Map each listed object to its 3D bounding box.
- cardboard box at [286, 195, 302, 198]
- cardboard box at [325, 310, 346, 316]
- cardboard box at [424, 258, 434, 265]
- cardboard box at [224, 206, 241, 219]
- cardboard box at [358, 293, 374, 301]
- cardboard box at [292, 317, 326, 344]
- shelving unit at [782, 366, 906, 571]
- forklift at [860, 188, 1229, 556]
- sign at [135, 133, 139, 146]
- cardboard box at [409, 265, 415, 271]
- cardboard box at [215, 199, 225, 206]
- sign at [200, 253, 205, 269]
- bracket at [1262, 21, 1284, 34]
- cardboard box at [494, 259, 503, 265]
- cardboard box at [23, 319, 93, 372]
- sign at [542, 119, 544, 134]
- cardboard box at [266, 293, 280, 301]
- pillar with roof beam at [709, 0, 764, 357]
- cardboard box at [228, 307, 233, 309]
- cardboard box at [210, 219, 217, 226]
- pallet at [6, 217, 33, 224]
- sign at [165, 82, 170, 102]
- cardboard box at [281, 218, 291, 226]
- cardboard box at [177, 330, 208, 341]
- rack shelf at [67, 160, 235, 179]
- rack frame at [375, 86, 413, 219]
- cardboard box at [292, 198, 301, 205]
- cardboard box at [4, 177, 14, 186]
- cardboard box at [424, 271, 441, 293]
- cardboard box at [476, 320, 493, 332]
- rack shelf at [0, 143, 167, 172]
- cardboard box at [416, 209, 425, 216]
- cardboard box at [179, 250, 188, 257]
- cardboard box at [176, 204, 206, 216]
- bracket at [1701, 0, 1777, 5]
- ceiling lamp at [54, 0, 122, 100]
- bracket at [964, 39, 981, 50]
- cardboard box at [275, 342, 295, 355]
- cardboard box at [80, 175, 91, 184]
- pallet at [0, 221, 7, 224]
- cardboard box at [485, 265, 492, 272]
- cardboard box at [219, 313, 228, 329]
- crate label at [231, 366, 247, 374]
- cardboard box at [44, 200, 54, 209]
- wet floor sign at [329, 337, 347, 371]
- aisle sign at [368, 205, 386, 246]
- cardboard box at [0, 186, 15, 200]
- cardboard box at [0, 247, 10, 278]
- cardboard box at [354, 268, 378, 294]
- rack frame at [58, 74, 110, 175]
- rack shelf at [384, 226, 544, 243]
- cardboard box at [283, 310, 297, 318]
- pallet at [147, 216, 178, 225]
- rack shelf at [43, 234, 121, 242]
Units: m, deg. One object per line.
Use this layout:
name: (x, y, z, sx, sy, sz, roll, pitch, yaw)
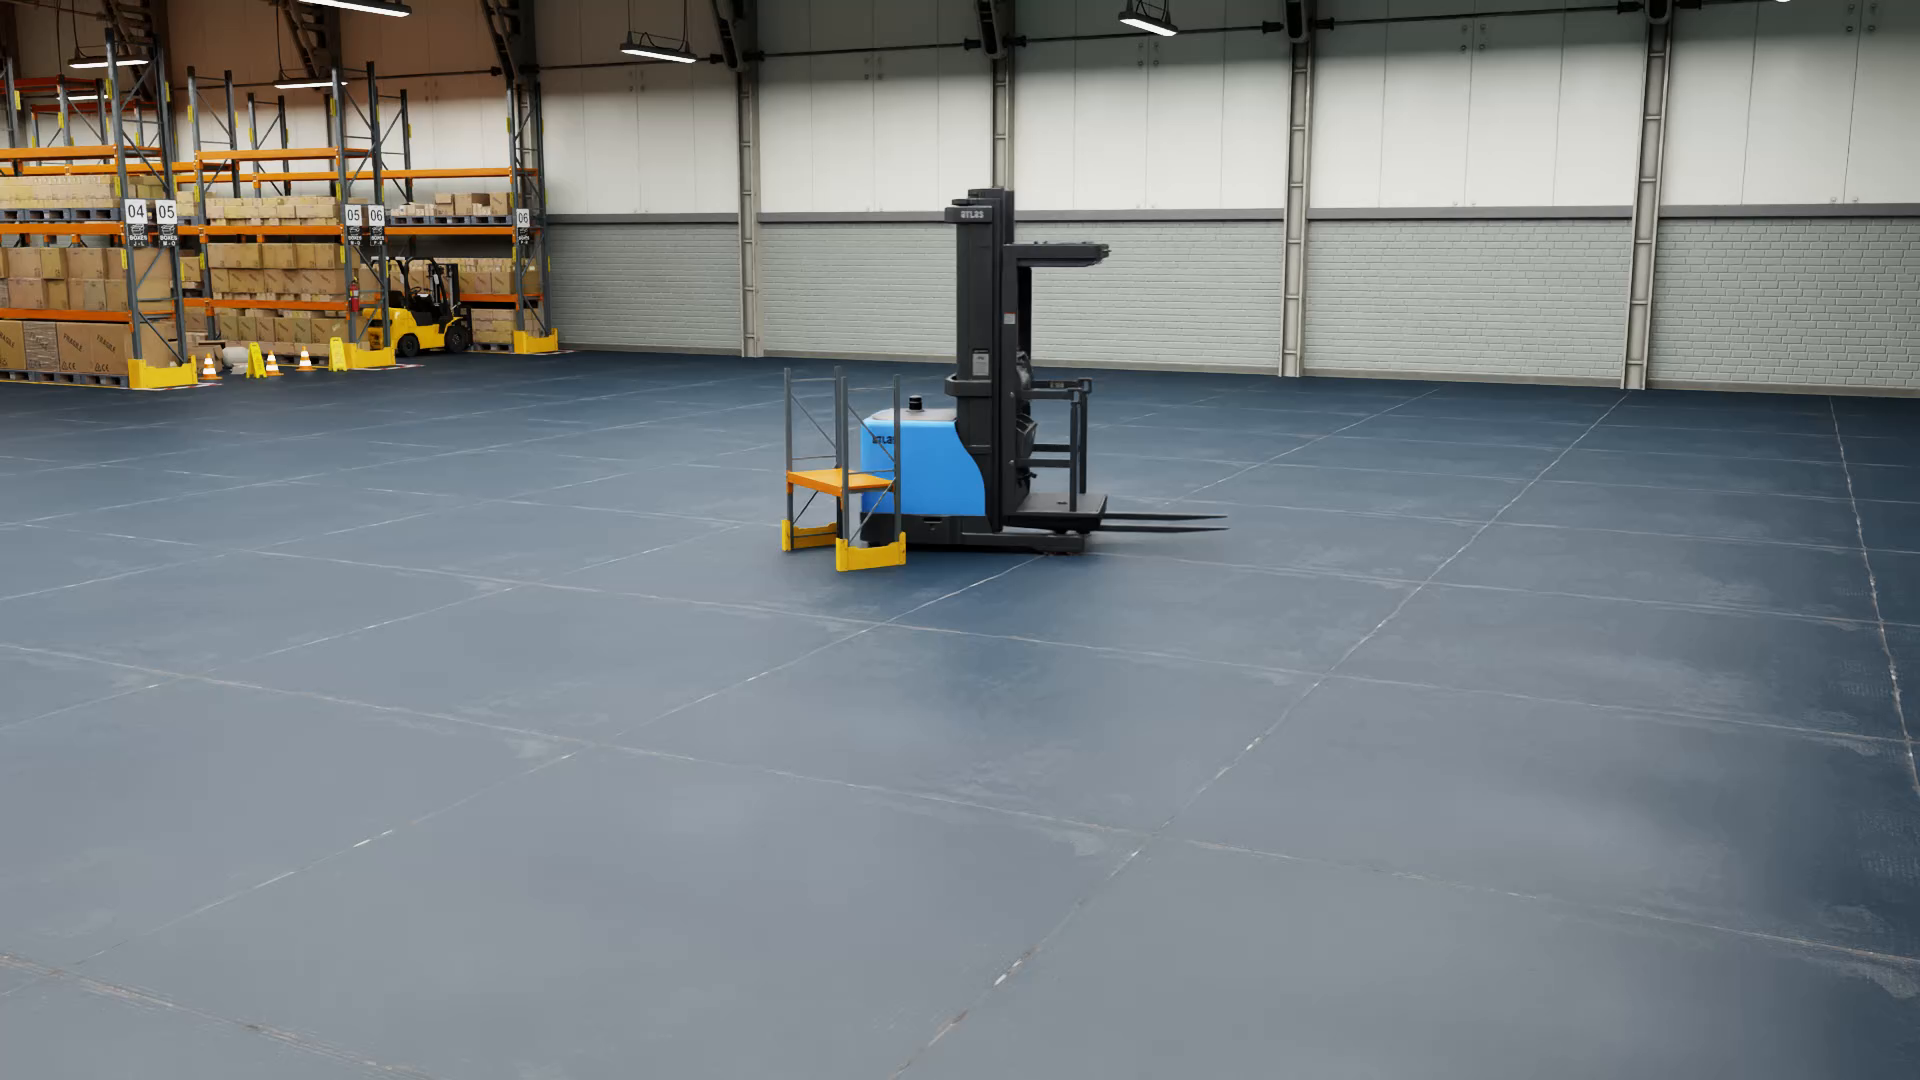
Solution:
cardboard box: (-15.832, -8.069, 40.227, 0.500, 0.500, 0.700, 5, 11, 25)
cardboard box: (-15.124, -5.291, 40.531, 0.625, 0.625, 0.875, 5, 11, 23)
cardboard box: (-12.192, -6.457, 38.546, 0.250, 0.149, 0.380, 5, 11, 25)
cardboard box: (-14.737, -6.730, 34.158, 0.500, 0.250, 0.500, 5, 11, 25)
cardboard box: (-12.102, -4.920, 33.699, 0.250, 0.149, 0.380, 5, 11, 26)
cardboard box: (-13.193, -4.269, 33.830, 0.500, 0.500, 0.500, 6, 12, 28)
shelving unit: (-0.952, -0.603, 13.351, 0.587, 1.500, 1.083, -6, 12, -30)
forklift: (0.730, -1.413, 13.806, 3.031, 2.935, 1.130, 2, 10, 9)
sign: (-20.715, -10.088, 41.857, 0.005, 0.325, 0.100, 5, 11, 26)
cardboard box: (-12.635, -6.357, 38.832, 0.250, 0.149, 0.380, 5, 11, 26)
cardboard box: (-15.092, -6.951, 34.259, 0.250, 0.149, 0.380, 5, 12, 28)
sign: (-15.719, -5.780, 34.493, 0.005, 0.325, 0.100, 5, 11, 26)
bracket: (5.691, -9.257, 30.002, 0.430, 0.232, 0.235, 5, 11, 26)
cardboard box: (-10.346, -6.301, 37.685, 0.250, 0.149, 0.380, 5, 11, 26)
cardboard box: (-16.233, -3.531, 30.102, 0.875, 0.875, 0.875, 5, 11, 26)
sign: (-9.445, -9.355, 37.583, 0.005, 0.325, 0.100, 5, 11, 26)
cardboard box: (-13.955, -4.982, 34.039, 0.250, 0.149, 0.380, 5, 11, 26)
pillar with roof beam: (-6.446, -7.768, 31.881, 0.548, 9.000, 9.100, 5, 11, 26)
cardboard box: (-18.118, -5.774, 41.730, 0.250, 0.149, 0.380, 5, 12, 27)
cardboard box: (-15.304, -6.587, 34.487, 0.250, 0.149, 0.380, 5, 11, 25)
pallet: (-20.669, -7.127, 37.297, 1.213, 0.211, 1.003, 6, 12, 28)
sign: (-13.738, -7.763, 28.789, 0.005, 0.325, 0.100, 5, 11, 26)
cardboard box: (-13.469, -6.425, 33.592, 0.250, 0.149, 0.380, 5, 11, 24)
cardboard box: (-16.594, -4.310, 35.820, 0.625, 0.372, 0.950, 6, 12, 29)
rack shelf: (-17.270, -7.858, 35.524, 4.000, 0.370, 1.077, 5, 11, 26)
rack frame: (-13.284, -9.044, 38.935, 0.127, 3.000, 1.000, 5, 11, 26)
cardboard box: (-13.196, -6.801, 33.427, 0.250, 0.149, 0.380, 5, 11, 26)
cardboard box: (-16.716, -6.358, 29.524, 0.250, 0.149, 0.380, 5, 11, 25)
cardboard box: (-12.072, -5.987, 38.605, 0.500, 0.500, 0.500, 5, 11, 25)
cardboard box: (-10.716, -4.906, 38.055, 0.500, 0.250, 0.500, 5, 11, 25)
rack shelf: (-15.783, -6.744, 29.370, 4.000, 0.370, 1.077, 5, 11, 26)
cardboard box: (-12.326, -7.556, 38.380, 0.250, 0.149, 0.380, 5, 12, 28)
cardboard box: (-16.614, -6.073, 35.247, 0.250, 0.149, 0.380, 5, 11, 24)
cardboard box: (-16.064, -6.931, 34.923, 0.500, 0.250, 0.500, 5, 11, 25)
bracket: (14.142, -8.514, 25.899, 4.783, 0.066, 0.076, 5, 11, 26)
ceiling lamp: (-20.679, -12.130, 39.594, 2.000, 3.185, 0.800, 5, 11, 26)
bracket: (0.310, -9.730, 32.614, 0.430, 0.232, 0.235, 5, 11, 26)
cardboard box: (-13.666, -3.941, 34.123, 0.500, 0.250, 0.500, 5, 11, 24)
cardboard box: (-14.894, -6.199, 28.641, 0.250, 0.149, 0.380, 5, 12, 27)
pallet: (-18.420, -5.947, 30.781, 1.217, 0.209, 0.805, 5, 11, 24)
cardboard box: (-10.579, -6.174, 37.817, 0.250, 0.149, 0.380, 5, 12, 27)
cardboard box: (-18.260, -5.465, 41.843, 0.500, 0.500, 0.500, 6, 12, 28)
crate label: (-13.765, -3.251, 31.810, 0.298, 0.136, 0.250, -1, 10, -4)
cardboard box: (-15.805, -5.886, 29.153, 0.250, 0.149, 0.380, 5, 11, 27)
wet floor sign: (-12.193, -3.640, 32.529, 0.267, 0.644, 0.232, -10, 14, -43)
aisle sign: (-11.697, -6.308, 33.361, 0.004, 0.787, 0.394, 5, 11, 26)
cardboard box: (-16.808, -6.182, 29.670, 0.500, 0.250, 0.500, 5, 11, 25)
cardboard box: (-17.261, -5.071, 30.375, 0.550, 0.550, 0.875, 5, 11, 26)
cardboard box: (-12.192, -5.261, 33.762, 0.500, 0.500, 0.500, 5, 11, 25)
rack frame: (-19.064, -8.566, 36.295, 0.127, 3.000, 1.000, 5, 11, 26)
rack shelf: (-11.490, -7.057, 38.395, 4.000, 0.370, 1.077, 5, 11, 26)
cardboard box: (-13.542, -4.607, 33.877, 0.250, 0.149, 0.380, 6, 12, 28)
pallet: (-16.915, -6.830, 35.649, 1.003, 0.211, 1.213, 5, 11, 26)
rack shelf: (-22.251, -8.002, 43.620, 4.000, 0.370, 1.077, 5, 11, 26)
